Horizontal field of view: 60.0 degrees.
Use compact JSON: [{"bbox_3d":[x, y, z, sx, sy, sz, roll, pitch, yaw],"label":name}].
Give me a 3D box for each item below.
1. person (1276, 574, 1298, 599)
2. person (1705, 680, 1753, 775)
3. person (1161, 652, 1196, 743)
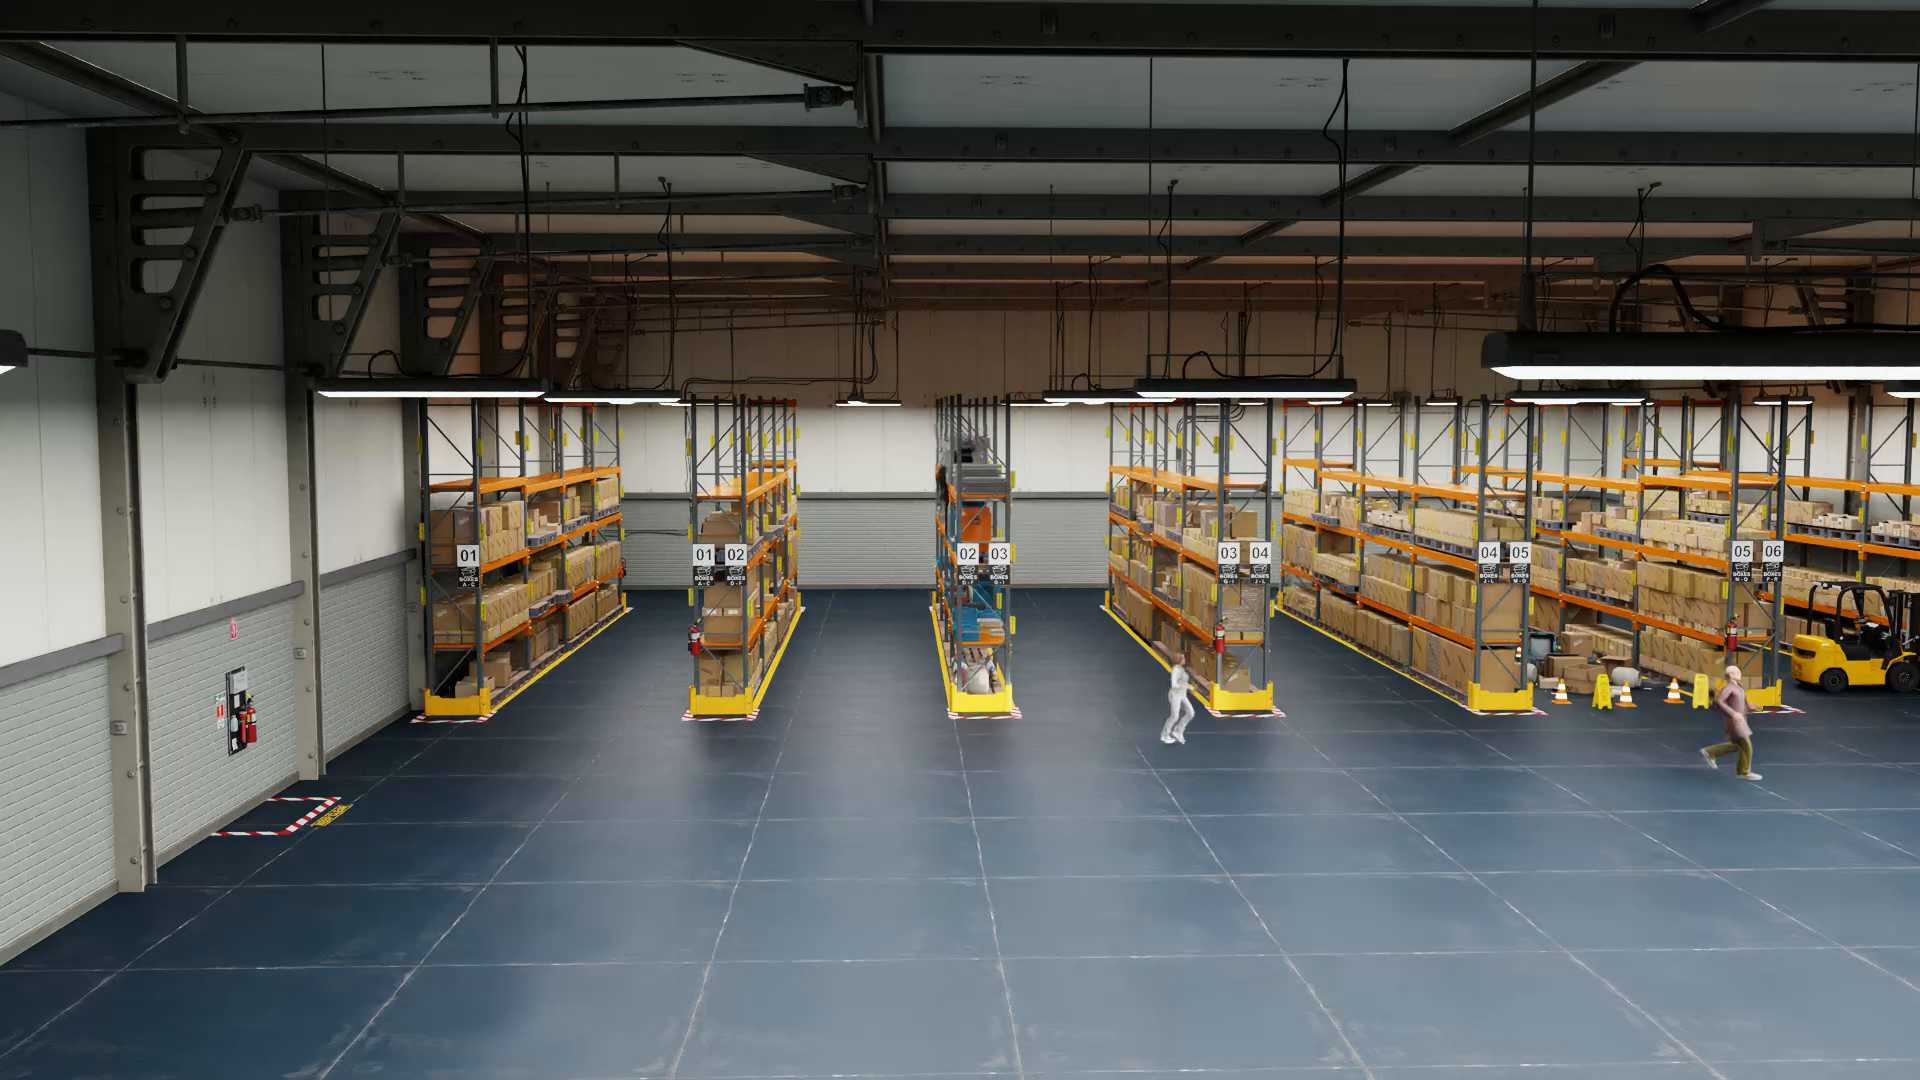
[{"bbox_3d":[9.679,0.963,49.094,0.781,1.637,0.713,3,5,32],"label":"person"},{"bbox_3d":[11.936,2.885,25.808,0.705,1.465,0.720,3,5,34],"label":"person"},{"bbox_3d":[3.725,2.699,28.330,0.649,1.583,0.527,2,5,29],"label":"person"}]
